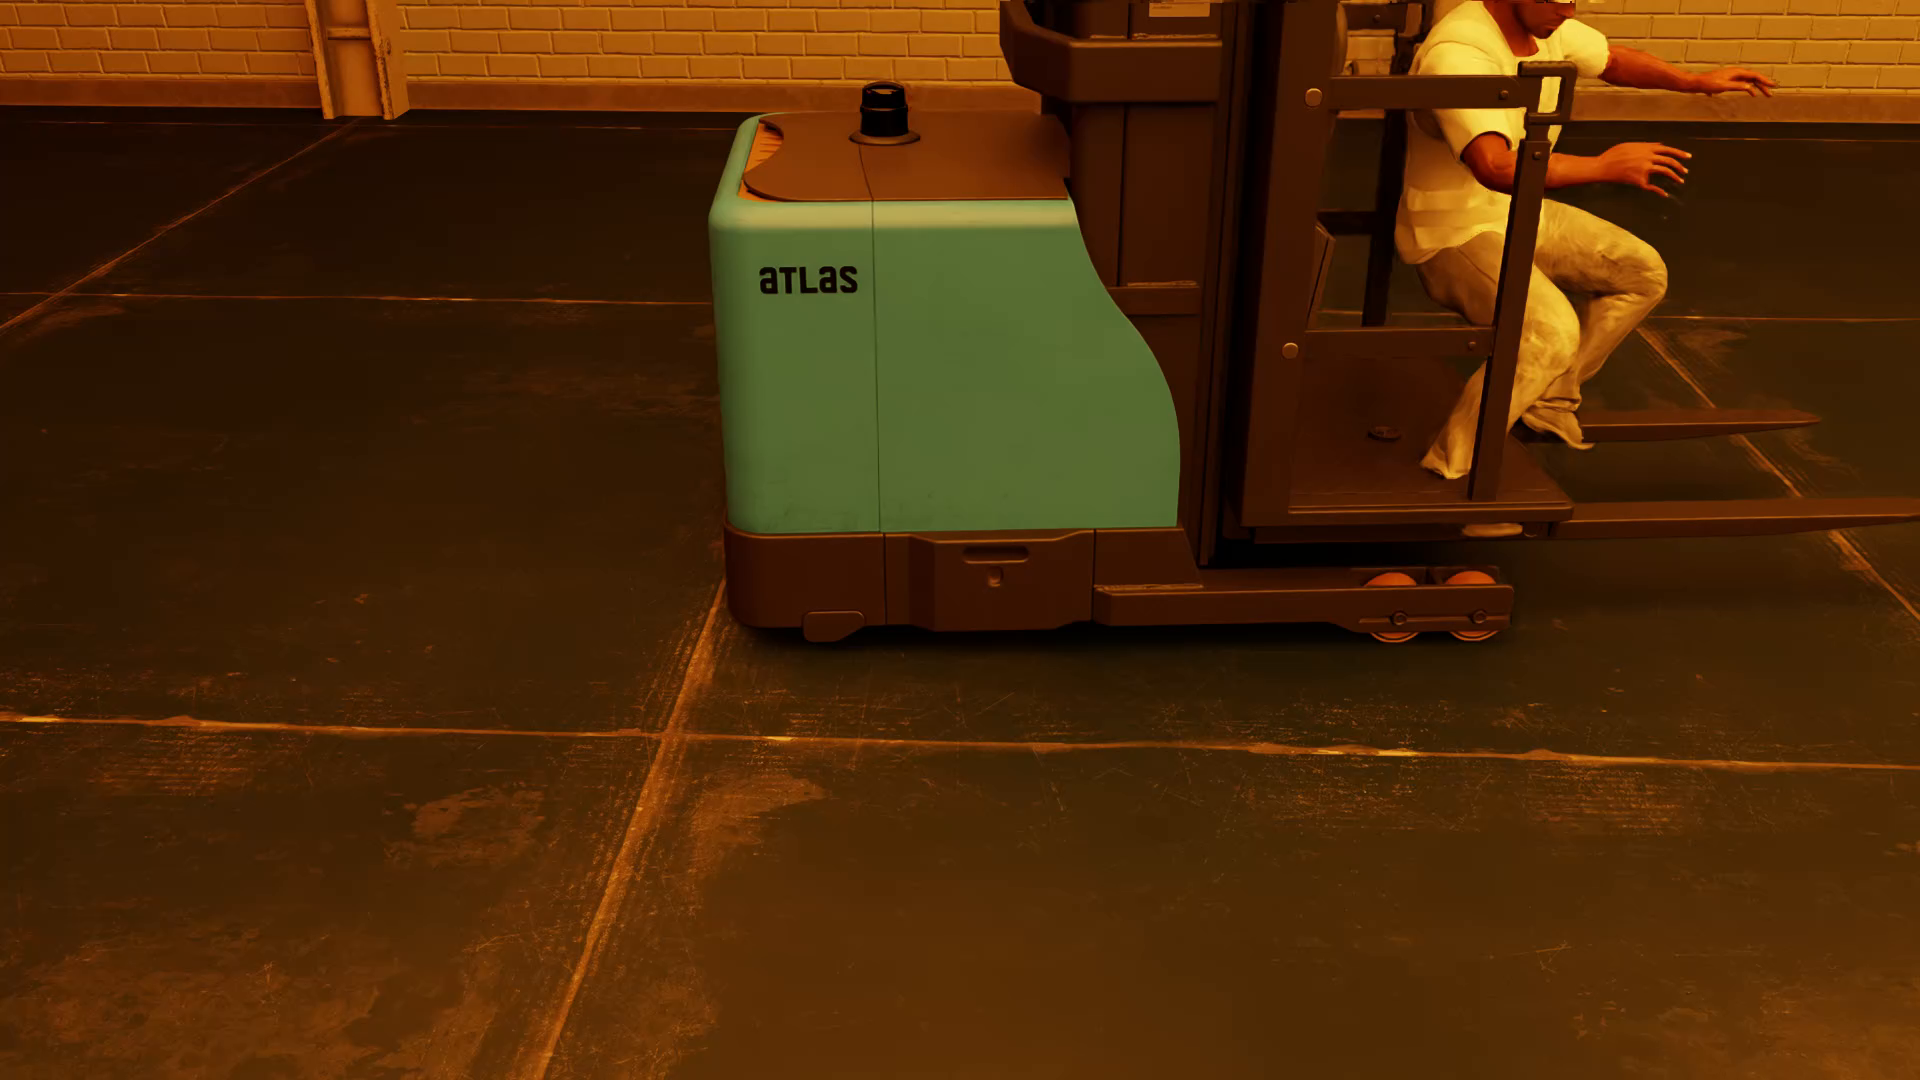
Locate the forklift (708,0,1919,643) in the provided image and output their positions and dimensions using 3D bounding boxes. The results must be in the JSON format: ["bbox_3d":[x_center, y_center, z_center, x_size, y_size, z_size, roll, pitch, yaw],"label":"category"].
[{"bbox_3d":[0.936,-1.300,3.844,3.031,2.935,1.130,-1,26,-2],"label":"forklift"}]

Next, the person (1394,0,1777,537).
[{"bbox_3d":[1.467,-0.798,4.132,1.055,1.483,0.754,-23,34,-39],"label":"person"}]
